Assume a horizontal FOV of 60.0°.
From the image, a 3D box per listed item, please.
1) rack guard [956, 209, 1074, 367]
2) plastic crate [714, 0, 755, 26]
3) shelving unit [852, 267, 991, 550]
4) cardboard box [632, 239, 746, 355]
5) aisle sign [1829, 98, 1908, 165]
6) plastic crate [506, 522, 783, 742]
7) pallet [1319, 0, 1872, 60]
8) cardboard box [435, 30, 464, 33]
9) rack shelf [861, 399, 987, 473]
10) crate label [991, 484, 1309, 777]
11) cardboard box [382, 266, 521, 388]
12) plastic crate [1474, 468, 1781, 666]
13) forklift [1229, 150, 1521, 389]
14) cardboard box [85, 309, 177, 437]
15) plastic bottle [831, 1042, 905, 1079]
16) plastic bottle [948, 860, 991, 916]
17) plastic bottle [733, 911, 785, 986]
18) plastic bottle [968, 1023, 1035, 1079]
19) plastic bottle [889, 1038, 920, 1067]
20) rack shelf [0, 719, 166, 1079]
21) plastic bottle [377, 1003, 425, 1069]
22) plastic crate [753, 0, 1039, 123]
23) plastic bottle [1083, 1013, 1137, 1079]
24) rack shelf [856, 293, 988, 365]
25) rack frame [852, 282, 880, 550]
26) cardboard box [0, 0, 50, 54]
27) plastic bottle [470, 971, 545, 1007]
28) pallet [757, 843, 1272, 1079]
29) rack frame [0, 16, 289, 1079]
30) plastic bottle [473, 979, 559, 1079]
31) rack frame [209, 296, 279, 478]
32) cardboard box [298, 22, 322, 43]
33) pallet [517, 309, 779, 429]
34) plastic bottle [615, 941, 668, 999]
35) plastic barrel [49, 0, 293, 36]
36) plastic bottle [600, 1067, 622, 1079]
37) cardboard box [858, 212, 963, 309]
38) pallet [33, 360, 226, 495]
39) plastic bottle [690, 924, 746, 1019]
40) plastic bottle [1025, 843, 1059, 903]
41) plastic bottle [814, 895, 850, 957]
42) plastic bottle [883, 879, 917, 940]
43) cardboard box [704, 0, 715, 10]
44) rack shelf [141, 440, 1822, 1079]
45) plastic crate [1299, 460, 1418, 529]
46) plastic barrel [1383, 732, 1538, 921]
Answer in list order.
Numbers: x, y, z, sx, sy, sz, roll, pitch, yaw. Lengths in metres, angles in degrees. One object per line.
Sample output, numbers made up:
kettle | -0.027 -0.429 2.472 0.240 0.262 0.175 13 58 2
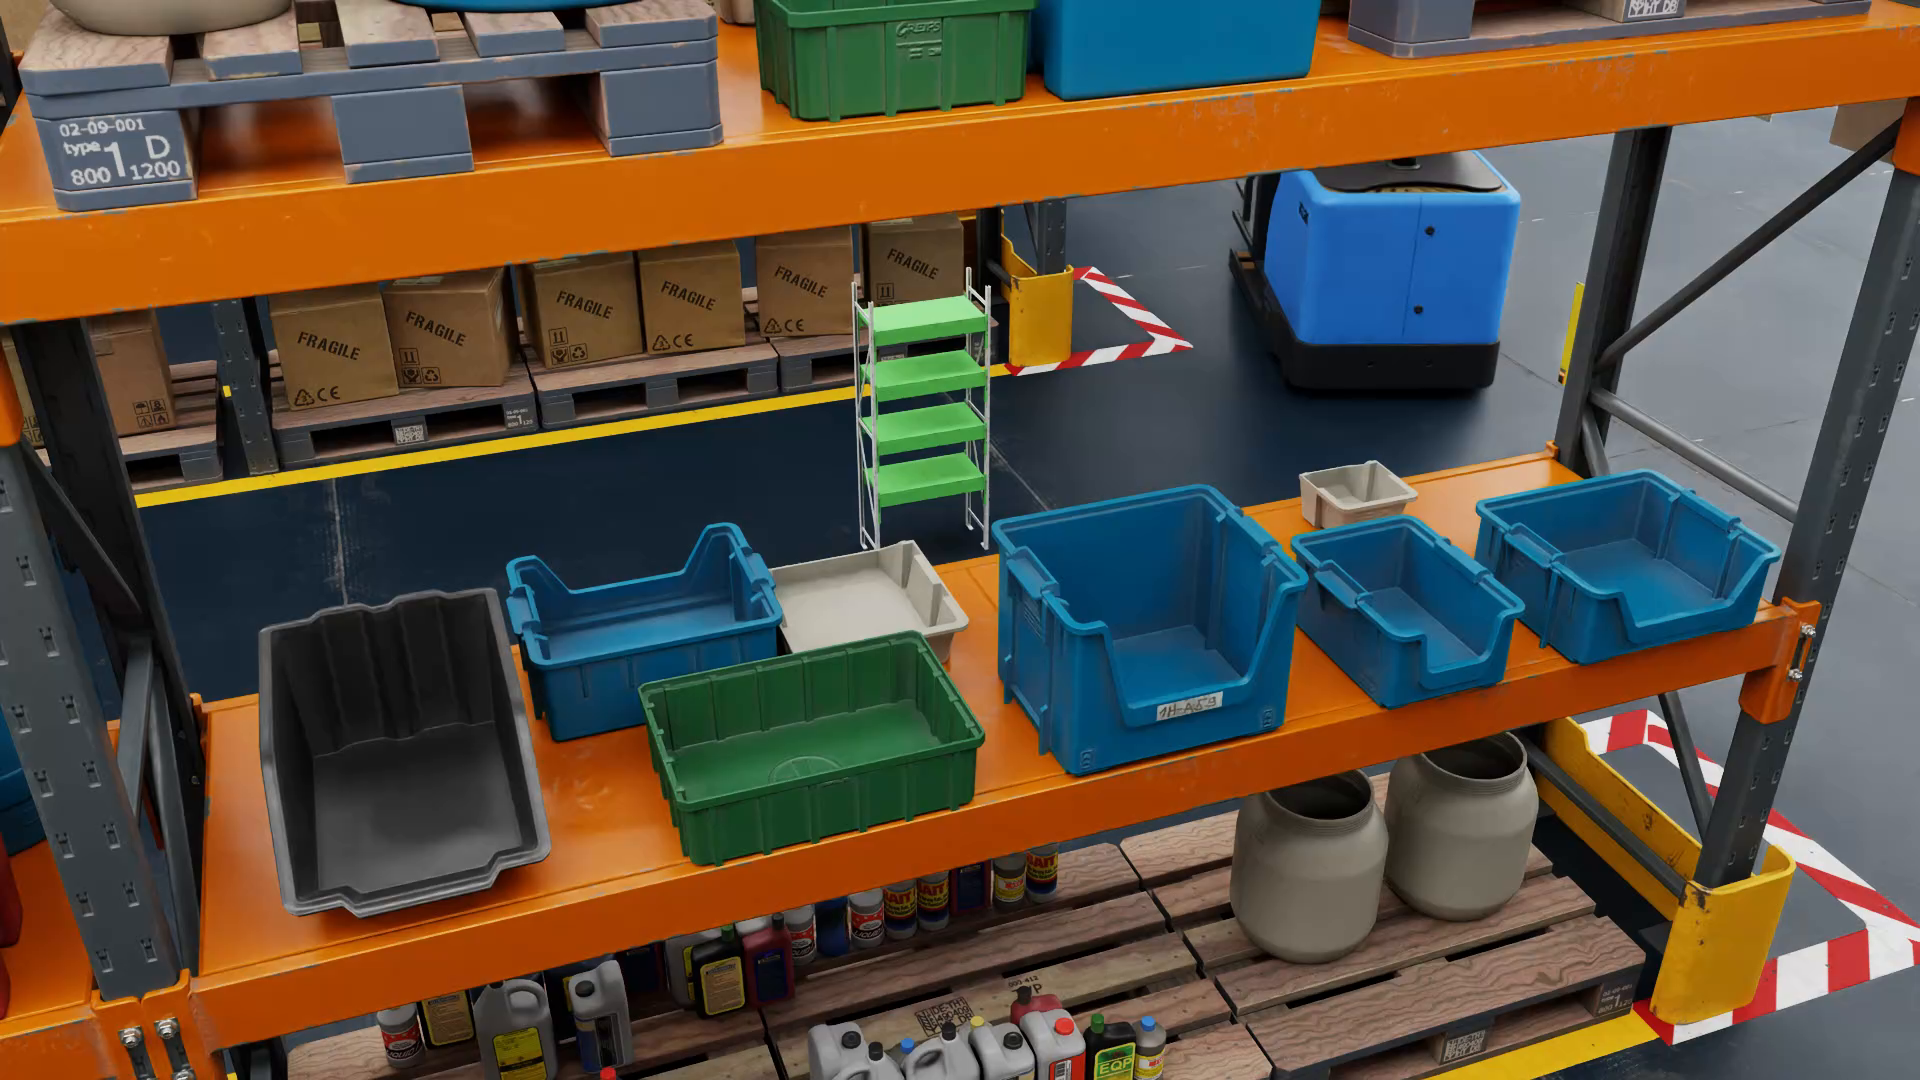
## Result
rack guard | 0.251 -1.429 9.253 0.348 0.500 1.175 -10 31 -18
plastic crate | -0.336 -1.193 3.550 0.396 0.136 0.243 -10 31 -18
shelving unit | -0.155 -0.493 6.903 0.503 1.200 0.258 -10 31 -18
cardboard box | -1.411 -1.306 8.613 0.500 0.500 0.500 -8 31 -13
aisle sign | 2.220 -1.234 3.760 0.004 0.787 0.394 -10 31 -18
plastic crate | -0.757 0.208 4.005 0.616 0.251 0.499 -10 31 -18
pallet | 1.240 -1.354 3.757 1.213 0.211 1.003 -10 31 -18
cardboard box | -2.503 -2.129 7.555 0.500 0.500 0.875 -10 31 -18
rack shelf | -0.155 -0.437 6.934 0.480 0.148 0.258 -10 31 -18
crate label | 0.419 0.198 3.837 0.616 0.435 0.502 -10 31 -18
cardboard box | -2.504 -1.087 8.228 0.500 0.500 0.500 -1 30 -2
plastic crate | 1.684 0.060 4.265 0.616 0.251 0.499 -10 31 -18
forklift | 2.193 -2.730 9.080 1.130 2.935 3.031 0 30 -1
cardboard box | -4.010 -0.847 7.786 0.500 0.500 0.700 -13 32 -21
plastic bottle | -0.223 1.368 4.051 0.185 0.351 0.144 -11 31 -18
plastic bottle | 0.023 0.958 4.838 0.133 0.283 0.061 -10 31 -17
plastic bottle | -0.560 1.093 4.609 0.135 0.276 0.152 -10 31 -17
plastic bottle | 0.105 1.337 4.179 0.135 0.276 0.152 -11 32 -19
plastic bottle | -0.132 1.352 4.229 0.097 0.201 0.097 0 30 0
rack shelf | -3.574 1.118 2.984 4.000 0.370 1.077 -10 31 -18
plastic bottle | -1.468 1.278 4.359 0.097 0.201 0.097 0 30 0
plastic crate | -0.126 -0.897 2.978 0.450 0.188 0.336 -10 31 -18
plastic bottle | 0.378 1.308 4.223 0.133 0.283 0.061 -10 31 -16
rack shelf | -0.155 -0.854 6.697 0.480 0.148 0.258 -10 31 -18
rack frame | -0.384 -0.451 6.829 0.015 1.200 0.240 -10 31 -18
cardboard box | -4.220 -2.208 7.066 1.000 1.000 1.000 -10 31 -17
plastic bottle | -1.197 1.175 4.388 0.185 0.351 0.144 -11 32 -19
pallet | 0.090 1.363 4.644 1.213 0.211 1.003 -10 31 -18
rack frame | -1.701 0.459 3.414 0.053 2.616 0.949 -10 31 -18
plastic bottle | -1.146 1.242 4.271 0.185 0.351 0.144 -10 31 -18
rack frame | -3.427 -1.837 7.445 0.127 3.000 1.000 -10 31 -18
cardboard box | -2.916 -2.404 7.028 0.500 0.500 0.500 -10 31 -18
pallet | -1.664 -0.971 8.740 1.213 0.211 1.003 -10 31 -18
plastic bottle | -0.879 1.124 4.546 0.133 0.283 0.061 -8 31 -14
plastic barrel | -1.228 -1.057 2.508 0.421 0.512 0.421 0 30 0
plastic bottle | -0.849 1.407 3.982 0.185 0.351 0.144 -10 31 -18
cardboard box | -0.269 -1.524 8.996 0.500 0.500 0.500 -5 30 -8
pallet | -4.156 -0.491 7.898 1.213 0.211 1.003 -10 31 -18
plastic bottle | -0.654 1.159 4.485 0.133 0.283 0.061 -10 31 -18
plastic bottle | 0.241 0.933 4.894 0.097 0.271 0.097 0 30 0
plastic bottle | -0.364 1.044 4.699 0.097 0.271 0.097 0 30 0
plastic bottle | -0.174 1.009 4.760 0.097 0.271 0.097 0 30 0
cardboard box | -1.043 -2.751 7.638 0.500 0.500 0.500 -10 31 -18
rack shelf | 0.175 0.428 4.196 4.000 0.370 1.077 -10 31 -18
plastic crate | 1.098 -0.110 4.680 0.250 0.136 0.298 -10 31 -18
plastic barrel | 1.459 0.818 4.874 0.421 0.512 0.421 0 30 0
